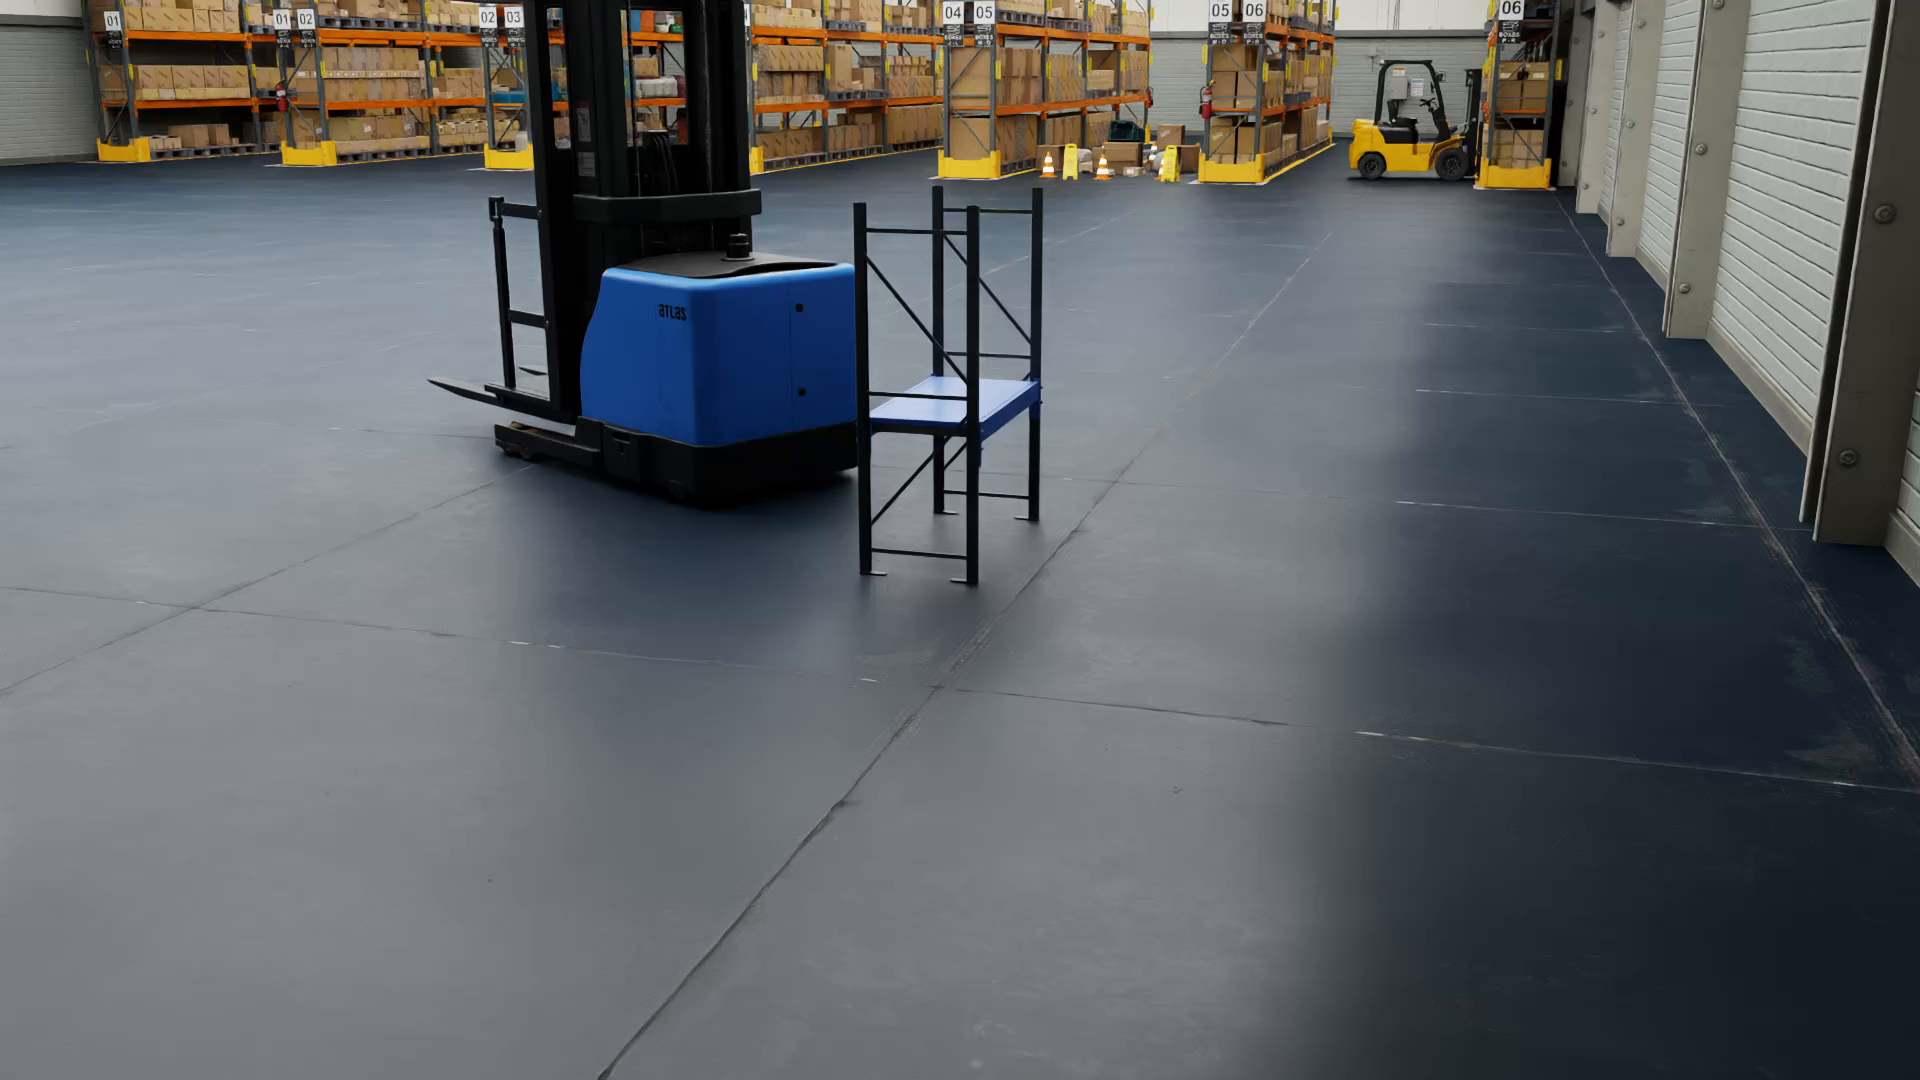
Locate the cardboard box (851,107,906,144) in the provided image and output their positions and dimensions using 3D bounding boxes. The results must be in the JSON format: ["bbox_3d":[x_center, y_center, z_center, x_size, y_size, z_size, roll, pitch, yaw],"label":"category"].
[{"bbox_3d":[-2.053,-10.247,41.083,1.225,0.875,0.875,4,16,13],"label":"cardboard box"}]

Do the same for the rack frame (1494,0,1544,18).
[{"bbox_3d":[11.992,-12.622,35.338,1.000,3.000,0.127,5,16,16],"label":"rack frame"}]

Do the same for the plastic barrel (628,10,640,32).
[{"bbox_3d":[-7.846,-12.402,39.141,0.600,0.901,0.708,5,16,16],"label":"plastic barrel"}]

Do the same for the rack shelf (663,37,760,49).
[{"bbox_3d":[-6.450,-12.892,43.107,1.077,0.370,4.000,5,16,16],"label":"rack shelf"}]

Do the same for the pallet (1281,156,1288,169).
[{"bbox_3d":[6.315,-7.935,34.920,1.003,0.211,1.213,5,16,16],"label":"pallet"}]

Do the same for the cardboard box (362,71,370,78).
[{"bbox_3d":[-13.357,-10.348,36.942,0.380,0.149,0.250,4,16,15],"label":"cardboard box"}]

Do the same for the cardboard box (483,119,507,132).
[{"bbox_3d":[-11.820,-10.514,42.141,0.500,0.311,0.500,4,16,15],"label":"cardboard box"}]

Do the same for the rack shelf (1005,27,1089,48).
[{"bbox_3d":[1.889,-11.051,36.614,1.077,0.370,4.000,5,16,16],"label":"rack shelf"}]

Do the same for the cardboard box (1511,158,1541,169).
[{"bbox_3d":[10.046,-6.635,29.495,0.500,0.250,0.500,5,16,16],"label":"cardboard box"}]

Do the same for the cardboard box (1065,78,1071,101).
[{"bbox_3d":[2.160,-9.991,36.873,0.500,0.500,0.500,5,17,17],"label":"cardboard box"}]

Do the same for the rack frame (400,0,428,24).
[{"bbox_3d":[-12.903,-13.497,38.423,1.000,3.000,0.127,5,16,16],"label":"rack frame"}]

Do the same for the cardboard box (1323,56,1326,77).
[{"bbox_3d":[9.042,-12.066,42.356,0.500,0.500,0.500,5,17,17],"label":"cardboard box"}]

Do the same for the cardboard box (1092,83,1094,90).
[{"bbox_3d":[3.006,-10.871,39.851,0.380,0.149,0.250,5,17,18],"label":"cardboard box"}]

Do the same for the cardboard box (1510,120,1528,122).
[{"bbox_3d":[12.756,-9.502,37.955,0.380,0.149,0.250,5,17,16],"label":"cardboard box"}]

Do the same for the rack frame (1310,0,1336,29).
[{"bbox_3d":[9.506,-15.099,44.071,1.000,3.000,0.127,5,16,16],"label":"rack frame"}]

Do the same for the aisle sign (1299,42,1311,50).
[{"bbox_3d":[9.248,-13.505,44.680,0.394,0.787,0.004,5,16,16],"label":"aisle sign"}]

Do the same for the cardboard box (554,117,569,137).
[{"bbox_3d":[-10.929,-11.168,44.983,0.500,0.500,0.500,4,16,14],"label":"cardboard box"}]

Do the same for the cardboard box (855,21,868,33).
[{"bbox_3d":[-2.442,-11.854,38.401,0.500,0.250,0.500,5,17,17],"label":"cardboard box"}]

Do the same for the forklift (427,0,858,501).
[{"bbox_3d":[-1.864,-1.923,8.737,1.130,2.935,3.031,-15,22,-43],"label":"forklift"}]

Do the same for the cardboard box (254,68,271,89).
[{"bbox_3d":[-17.476,-11.384,40.979,0.700,0.500,0.500,5,16,16],"label":"cardboard box"}]

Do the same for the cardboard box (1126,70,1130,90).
[{"bbox_3d":[4.110,-11.955,43.252,0.500,0.500,0.500,5,16,16],"label":"cardboard box"}]

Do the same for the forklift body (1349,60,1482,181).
[{"bbox_3d":[8.509,-7.872,31.141,2.313,2.155,1.214,5,16,16],"label":"forklift body"}]

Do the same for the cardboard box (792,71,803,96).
[{"bbox_3d":[-3.814,-9.653,35.137,0.875,0.500,0.500,5,16,16],"label":"cardboard box"}]

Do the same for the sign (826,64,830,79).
[{"bbox_3d":[-2.883,-10.218,36.271,0.100,0.325,0.005,5,16,16],"label":"sign"}]

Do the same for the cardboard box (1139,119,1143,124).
[{"bbox_3d":[4.824,-11.529,45.842,0.380,0.149,0.250,5,17,17],"label":"cardboard box"}]

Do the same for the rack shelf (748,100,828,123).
[{"bbox_3d":[-3.974,-8.972,34.783,1.077,0.370,4.000,5,16,16],"label":"rack shelf"}]

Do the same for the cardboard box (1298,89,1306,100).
[{"bbox_3d":[7.613,-10.156,37.913,0.500,0.250,0.500,4,16,15],"label":"cardboard box"}]

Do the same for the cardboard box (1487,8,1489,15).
[{"bbox_3d":[12.624,-12.453,39.204,0.380,0.149,0.250,5,17,17],"label":"cardboard box"}]

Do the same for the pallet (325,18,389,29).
[{"bbox_3d":[-13.469,-11.468,36.929,1.003,0.211,1.213,5,16,16],"label":"pallet"}]

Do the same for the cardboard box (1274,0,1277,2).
[{"bbox_3d":[5.716,-10.132,31.054,0.380,0.149,0.250,5,17,17],"label":"cardboard box"}]

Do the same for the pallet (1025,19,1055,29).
[{"bbox_3d":[1.534,-11.025,35.557,0.805,0.209,1.217,4,16,14],"label":"pallet"}]

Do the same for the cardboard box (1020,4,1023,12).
[{"bbox_3d":[1.019,-10.418,32.573,0.380,0.149,0.250,5,17,16],"label":"cardboard box"}]

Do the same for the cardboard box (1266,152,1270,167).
[{"bbox_3d":[5.605,-7.228,31.586,0.500,0.250,0.500,5,17,18],"label":"cardboard box"}]

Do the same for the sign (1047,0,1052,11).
[{"bbox_3d":[1.853,-11.118,34.440,0.100,0.325,0.005,5,16,16],"label":"sign"}]

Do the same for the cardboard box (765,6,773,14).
[{"bbox_3d":[-3.977,-10.614,33.299,0.380,0.149,0.250,5,17,18],"label":"cardboard box"}]

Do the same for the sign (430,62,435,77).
[{"bbox_3d":[-12.370,-11.023,38.963,0.100,0.325,0.005,5,16,16],"label":"sign"}]

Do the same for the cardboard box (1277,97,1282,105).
[{"bbox_3d":[6.232,-8.779,33.243,0.380,0.149,0.250,5,17,17],"label":"cardboard box"}]

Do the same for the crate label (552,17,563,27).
[{"bbox_3d":[-8.443,-11.015,35.442,0.502,0.251,0.408,5,16,16],"label":"crate label"}]

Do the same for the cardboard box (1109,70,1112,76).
[{"bbox_3d":[3.592,-11.700,41.684,0.380,0.149,0.250,4,16,14],"label":"cardboard box"}]

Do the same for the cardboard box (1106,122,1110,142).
[{"bbox_3d":[3.479,-10.176,41.519,0.500,0.500,0.500,4,16,15],"label":"cardboard box"}]

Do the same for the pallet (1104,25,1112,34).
[{"bbox_3d":[3.025,-12.451,40.578,1.213,0.211,1.003,5,16,16],"label":"pallet"}]

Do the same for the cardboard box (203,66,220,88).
[{"bbox_3d":[-17.781,-10.883,39.064,0.500,0.500,0.500,4,16,14],"label":"cardboard box"}]

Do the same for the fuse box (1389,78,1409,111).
[{"bbox_3d":[13.058,-12.869,49.564,0.539,1.711,0.414,5,16,16],"label":"fuse box"}]

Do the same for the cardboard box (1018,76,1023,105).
[{"bbox_3d":[0.772,-8.981,33.221,0.875,0.550,0.500,5,16,16],"label":"cardboard box"}]

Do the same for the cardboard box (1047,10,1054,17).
[{"bbox_3d":[1.854,-11.255,35.524,0.250,0.149,0.380,5,16,16],"label":"cardboard box"}]

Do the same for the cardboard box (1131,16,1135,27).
[{"bbox_3d":[4.264,-13.503,43.300,0.500,0.250,0.500,5,17,17],"label":"cardboard box"}]

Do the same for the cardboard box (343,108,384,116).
[{"bbox_3d":[-16.182,-11.390,45.161,0.750,0.750,0.750,4,16,15],"label":"cardboard box"}]

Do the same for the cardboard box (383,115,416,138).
[{"bbox_3d":[-12.978,-9.583,38.512,0.500,0.500,0.500,5,16,16],"label":"cardboard box"}]

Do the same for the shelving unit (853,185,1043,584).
[{"bbox_3d":[-0.024,-0.699,7.046,0.538,1.500,1.048,5,16,16],"label":"shelving unit"}]

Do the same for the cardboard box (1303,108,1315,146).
[{"bbox_3d":[8.020,-9.941,40.003,0.875,0.875,0.875,5,17,17],"label":"cardboard box"}]

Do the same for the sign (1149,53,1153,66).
[{"bbox_3d":[5.257,-13.231,45.778,0.100,0.325,0.005,5,16,16],"label":"sign"}]
